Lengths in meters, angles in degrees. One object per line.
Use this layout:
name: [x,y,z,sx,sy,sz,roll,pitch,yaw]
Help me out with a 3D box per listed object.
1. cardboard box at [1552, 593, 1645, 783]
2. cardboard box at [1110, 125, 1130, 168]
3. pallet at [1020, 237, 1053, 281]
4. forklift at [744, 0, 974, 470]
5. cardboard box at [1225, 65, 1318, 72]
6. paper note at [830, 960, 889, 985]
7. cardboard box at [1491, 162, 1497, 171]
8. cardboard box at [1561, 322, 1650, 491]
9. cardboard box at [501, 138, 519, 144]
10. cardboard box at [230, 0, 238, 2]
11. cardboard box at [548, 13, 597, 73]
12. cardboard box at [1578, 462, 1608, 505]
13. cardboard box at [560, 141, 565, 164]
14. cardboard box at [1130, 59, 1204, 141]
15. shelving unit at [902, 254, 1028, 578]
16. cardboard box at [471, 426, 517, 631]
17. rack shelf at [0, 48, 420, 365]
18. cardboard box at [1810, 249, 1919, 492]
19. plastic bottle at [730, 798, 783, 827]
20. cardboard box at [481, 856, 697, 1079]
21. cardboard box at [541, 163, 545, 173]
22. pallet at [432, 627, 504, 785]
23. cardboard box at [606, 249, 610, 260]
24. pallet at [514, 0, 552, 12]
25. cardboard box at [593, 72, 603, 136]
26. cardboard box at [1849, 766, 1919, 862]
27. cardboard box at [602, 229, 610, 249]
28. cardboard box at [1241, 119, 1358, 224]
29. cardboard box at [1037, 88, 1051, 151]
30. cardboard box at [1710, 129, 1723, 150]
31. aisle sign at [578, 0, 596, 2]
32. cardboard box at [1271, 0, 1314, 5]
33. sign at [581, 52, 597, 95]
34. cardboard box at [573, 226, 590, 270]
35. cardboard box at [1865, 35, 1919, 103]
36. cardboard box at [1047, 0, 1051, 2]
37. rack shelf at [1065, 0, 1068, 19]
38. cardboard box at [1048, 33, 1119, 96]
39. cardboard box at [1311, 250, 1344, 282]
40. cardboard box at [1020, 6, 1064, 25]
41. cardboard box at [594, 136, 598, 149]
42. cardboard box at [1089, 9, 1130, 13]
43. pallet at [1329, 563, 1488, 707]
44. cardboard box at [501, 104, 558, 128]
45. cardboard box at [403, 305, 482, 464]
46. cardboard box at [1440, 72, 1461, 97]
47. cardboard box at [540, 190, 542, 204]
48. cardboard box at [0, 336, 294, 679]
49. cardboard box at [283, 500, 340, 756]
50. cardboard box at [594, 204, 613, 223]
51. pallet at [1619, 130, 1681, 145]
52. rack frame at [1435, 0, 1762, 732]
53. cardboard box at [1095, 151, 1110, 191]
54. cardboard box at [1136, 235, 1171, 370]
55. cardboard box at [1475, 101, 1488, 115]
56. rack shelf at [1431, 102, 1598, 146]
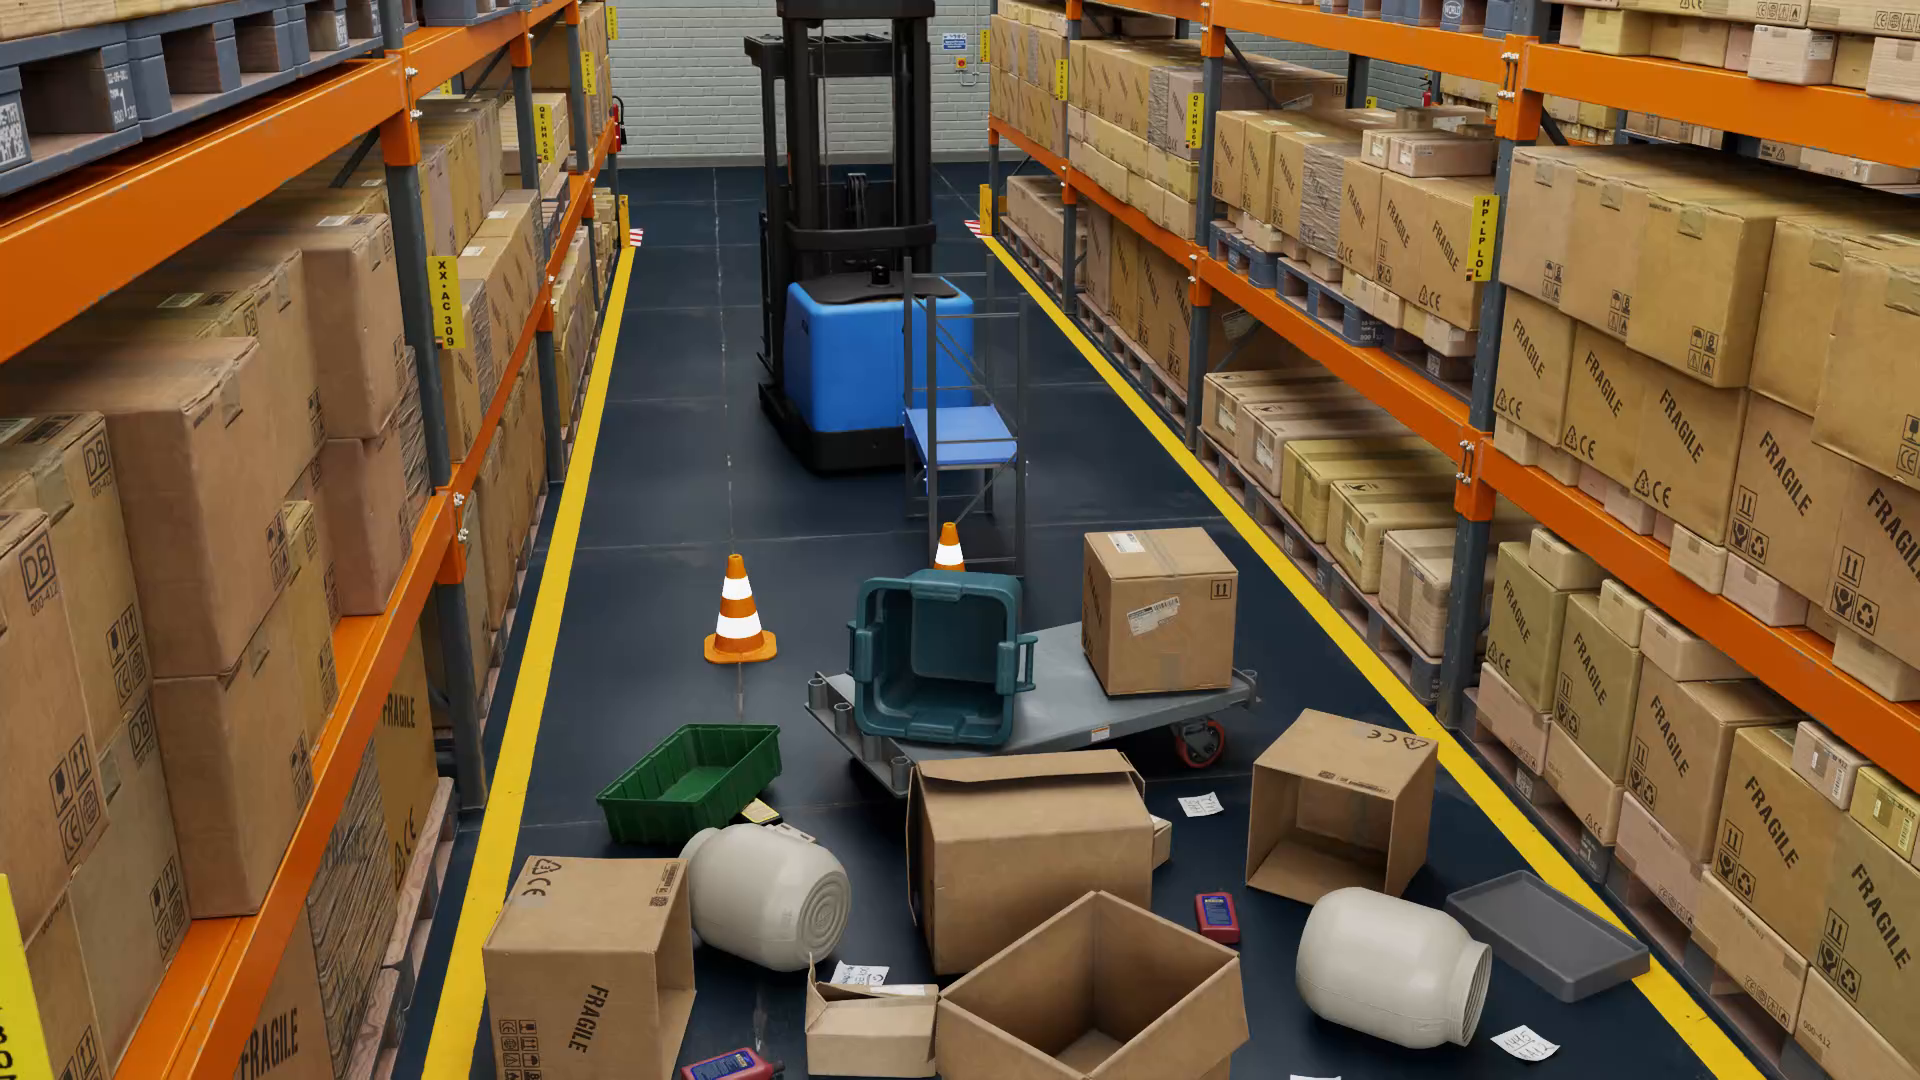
cardboard box: [2.453,0.504,5.838,0.500,0.500,0.500,-2,21,-6]
cardboard box: [1.402,-2.876,12.129,0.500,0.250,0.500,-4,21,-9]
pallet: [1.182,-2.793,16.393,1.003,0.211,1.213,-3,21,-8]
forklift: [-0.794,-2.282,11.138,1.130,2.935,3.031,-6,21,-15]
cardboard box: [2.060,-2.894,11.104,0.500,0.500,0.500,-3,21,-8]
paper note: [-0.331,1.418,5.387,0.172,0.023,0.155,4,21,11]
cardboard box: [2.632,-1.544,7.895,0.500,0.500,0.500,-3,21,-8]
cardboard box: [2.429,-0.486,5.663,0.500,0.500,0.500,-3,21,-8]
cardboard box: [-2.830,-2.360,10.156,0.380,0.149,0.250,-3,21,-9]
cardboard box: [-1.748,-1.247,3.597,0.380,0.149,0.250,-3,21,-8]
cardboard box: [-3.446,-4.302,14.450,0.500,0.500,0.500,-3,21,-7]
cardboard box: [2.431,-0.221,5.879,0.380,0.149,0.250,-3,21,-8]
cardboard box: [-3.165,-2.899,12.451,0.380,0.149,0.250,-3,21,-8]
cardboard box: [1.489,-3.055,11.535,0.500,0.500,0.500,-3,21,-8]
shelving unit: [0.012,-0.673,8.875,0.538,1.500,1.048,-3,21,-8]
cardboard box: [-2.651,-0.042,7.656,1.050,0.750,0.750,-3,21,-8]
rack shelf: [-2.049,-0.730,3.625,1.077,0.370,4.000,-3,21,-8]
cardboard box: [2.592,-0.422,4.061,0.700,0.500,0.500,-3,21,-8]
plastic bottle: [-0.804,1.042,6.340,0.133,0.061,0.283,-15,25,-35]
cardboard box: [-1.098,1.301,5.014,0.500,0.500,0.500,1,20,2]
cardboard box: [-2.940,-2.495,10.943,0.380,0.149,0.250,-3,21,-8]
pallet: [-2.523,0.689,7.071,1.003,0.211,1.213,-3,21,-8]
cardboard box: [-3.528,-2.753,15.775,0.380,0.149,0.250,-3,21,-7]
pallet: [-2.769,-2.836,8.504,1.213,0.211,1.003,-2,21,-5]
cardboard box: [-3.428,-3.842,14.647,0.500,0.500,0.500,-3,21,-9]
cardboard box: [2.597,0.707,4.367,0.380,0.149,0.250,-3,21,-7]
cardboard box: [-3.459,-2.799,15.473,0.380,0.149,0.250,-3,21,-7]
cardboard box: [1.888,-2.059,9.274,0.500,0.500,0.500,-2,21,-5]
cardboard box: [0.994,-3.781,14.910,0.500,0.500,0.500,-3,21,-9]
cardboard box: [6.341,-3.274,12.953,0.700,0.500,0.500,-3,21,-8]
aisle sign: [-3.781,-5.767,16.655,0.394,0.787,0.004,-3,21,-8]
cardboard box: [2.096,-3.147,8.926,0.700,0.500,0.500,-3,21,-8]
sign: [-2.942,-3.696,13.170,0.100,0.325,0.005,-3,21,-8]
cardboard box: [-3.133,-2.256,12.870,0.500,0.250,0.500,-3,21,-9]
cardboard box: [2.529,-1.181,4.162,0.380,0.149,0.250,-3,21,-8]
cardboard box: [1.066,-5.499,17.153,0.380,0.149,0.250,-3,21,-7]
rack shelf: [1.105,-5.170,15.511,1.077,0.370,4.000,-3,21,-8]
cardboard box: [1.052,-4.074,14.264,0.500,0.500,0.500,-3,21,-8]
cardboard box: [2.018,-1.419,8.487,0.380,0.149,0.250,-2,21,-6]
cardboard box: [0.776,-4.937,15.648,0.380,0.149,0.250,-3,21,-9]
cardboard box: [-3.446,-3.575,14.859,0.380,0.149,0.250,-2,21,-5]
cardboard box: [1.371,-4.790,15.255,0.380,0.149,0.250,-3,21,-8]
pallet: [2.433,0.398,7.849,1.003,0.211,1.213,-3,21,-8]
cardboard box: [-3.127,-3.079,12.082,0.380,0.149,0.250,-3,21,-8]
cardboard box: [-2.147,-0.597,6.384,0.500,0.500,0.500,-3,21,-7]
cardboard box: [5.527,-4.944,17.955,0.500,0.250,0.500,-3,21,-7]
cardboard box: [-2.857,-2.170,10.497,0.380,0.149,0.250,-2,21,-5]
cardboard box: [-1.893,-0.063,3.339,0.875,0.550,0.550,-3,21,-8]
cardboard box: [-2.034,0.263,4.010,0.875,0.550,0.500,-3,21,-8]
cardboard box: [-3.529,-3.122,15.913,0.380,0.149,0.250,-2,21,-6]
pallet: [6.312,-3.288,14.008,1.003,0.211,1.213,-3,21,-8]
rack frame: [2.546,-0.639,6.640,1.000,3.000,0.127,-3,21,-8]
cardboard box: [1.330,-2.816,12.682,0.500,0.250,0.500,-3,21,-8]
cardboard box: [1.828,-1.778,12.125,0.875,0.875,0.875,-3,21,-7]
cardboard box: [5.634,-4.535,17.429,0.380,0.149,0.250,-2,21,-6]
rack shelf: [6.016,-4.016,16.710,1.077,0.370,4.000,-3,21,-8]
